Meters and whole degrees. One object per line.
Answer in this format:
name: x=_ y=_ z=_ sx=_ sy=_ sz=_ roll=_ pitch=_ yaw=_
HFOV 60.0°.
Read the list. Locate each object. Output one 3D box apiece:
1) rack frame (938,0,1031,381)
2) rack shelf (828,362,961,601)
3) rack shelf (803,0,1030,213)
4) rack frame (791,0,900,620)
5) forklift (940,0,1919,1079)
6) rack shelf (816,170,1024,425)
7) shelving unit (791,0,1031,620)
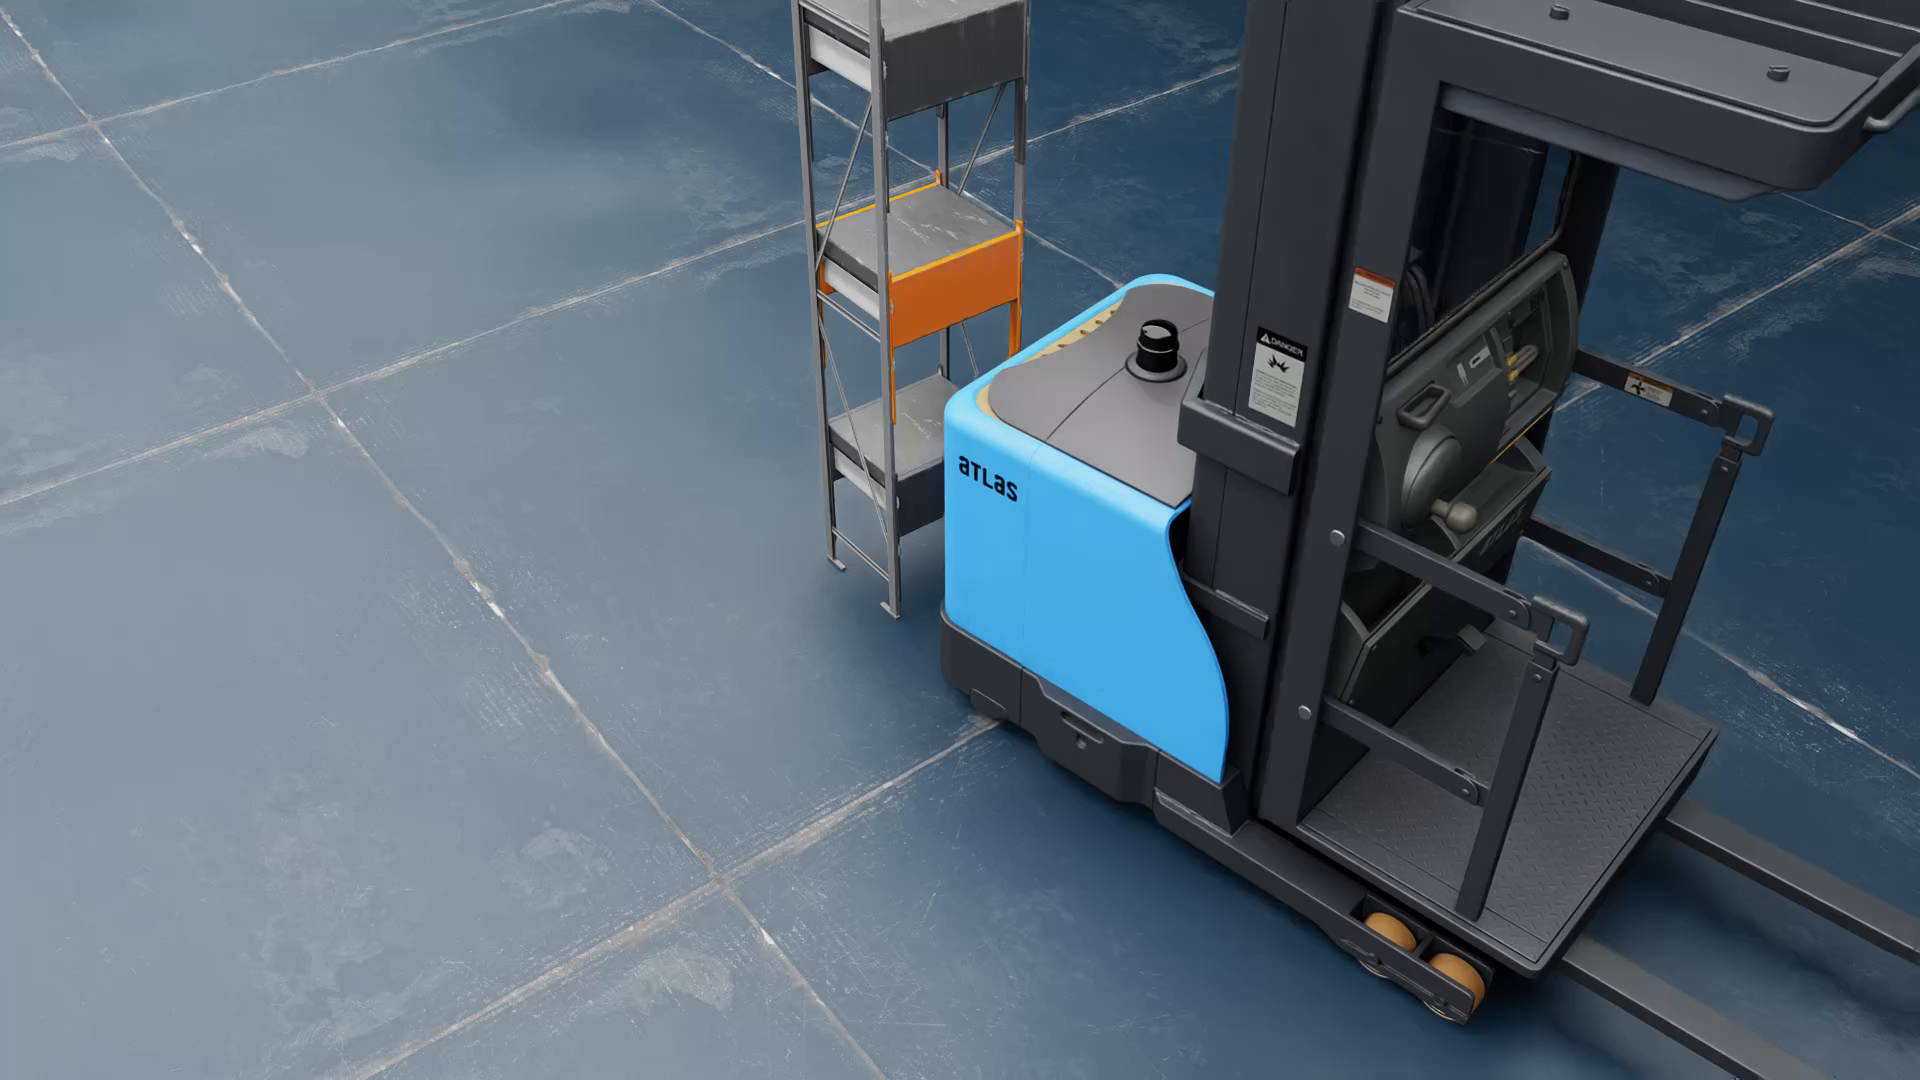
rack frame: x=0.062 y=-0.842 z=5.121 sx=0.015 sy=2.100 sz=0.400 roll=-26 pitch=46 yaw=-28
rack shelf: x=-0.131 y=-0.196 z=5.459 sx=0.480 sy=0.518 sz=0.431 roll=-26 pitch=46 yaw=-28
rack shelf: x=-0.131 y=-1.278 z=4.571 sx=0.480 sy=0.518 sz=0.431 roll=-26 pitch=46 yaw=-28
rack frame: x=-0.325 y=-0.654 z=4.891 sx=0.015 sy=2.100 sz=0.400 roll=-26 pitch=46 yaw=-28
forklift: x=1.374 y=-0.288 z=3.790 sx=3.031 sy=2.935 sz=1.130 roll=30 pitch=48 yaw=31
rack shelf: x=-0.131 y=-0.737 z=5.015 sx=0.480 sy=0.518 sz=0.431 roll=-26 pitch=46 yaw=-28
shelving unit: x=-0.131 y=-0.748 z=5.006 sx=0.503 sy=2.100 sz=0.431 roll=-26 pitch=46 yaw=-28
